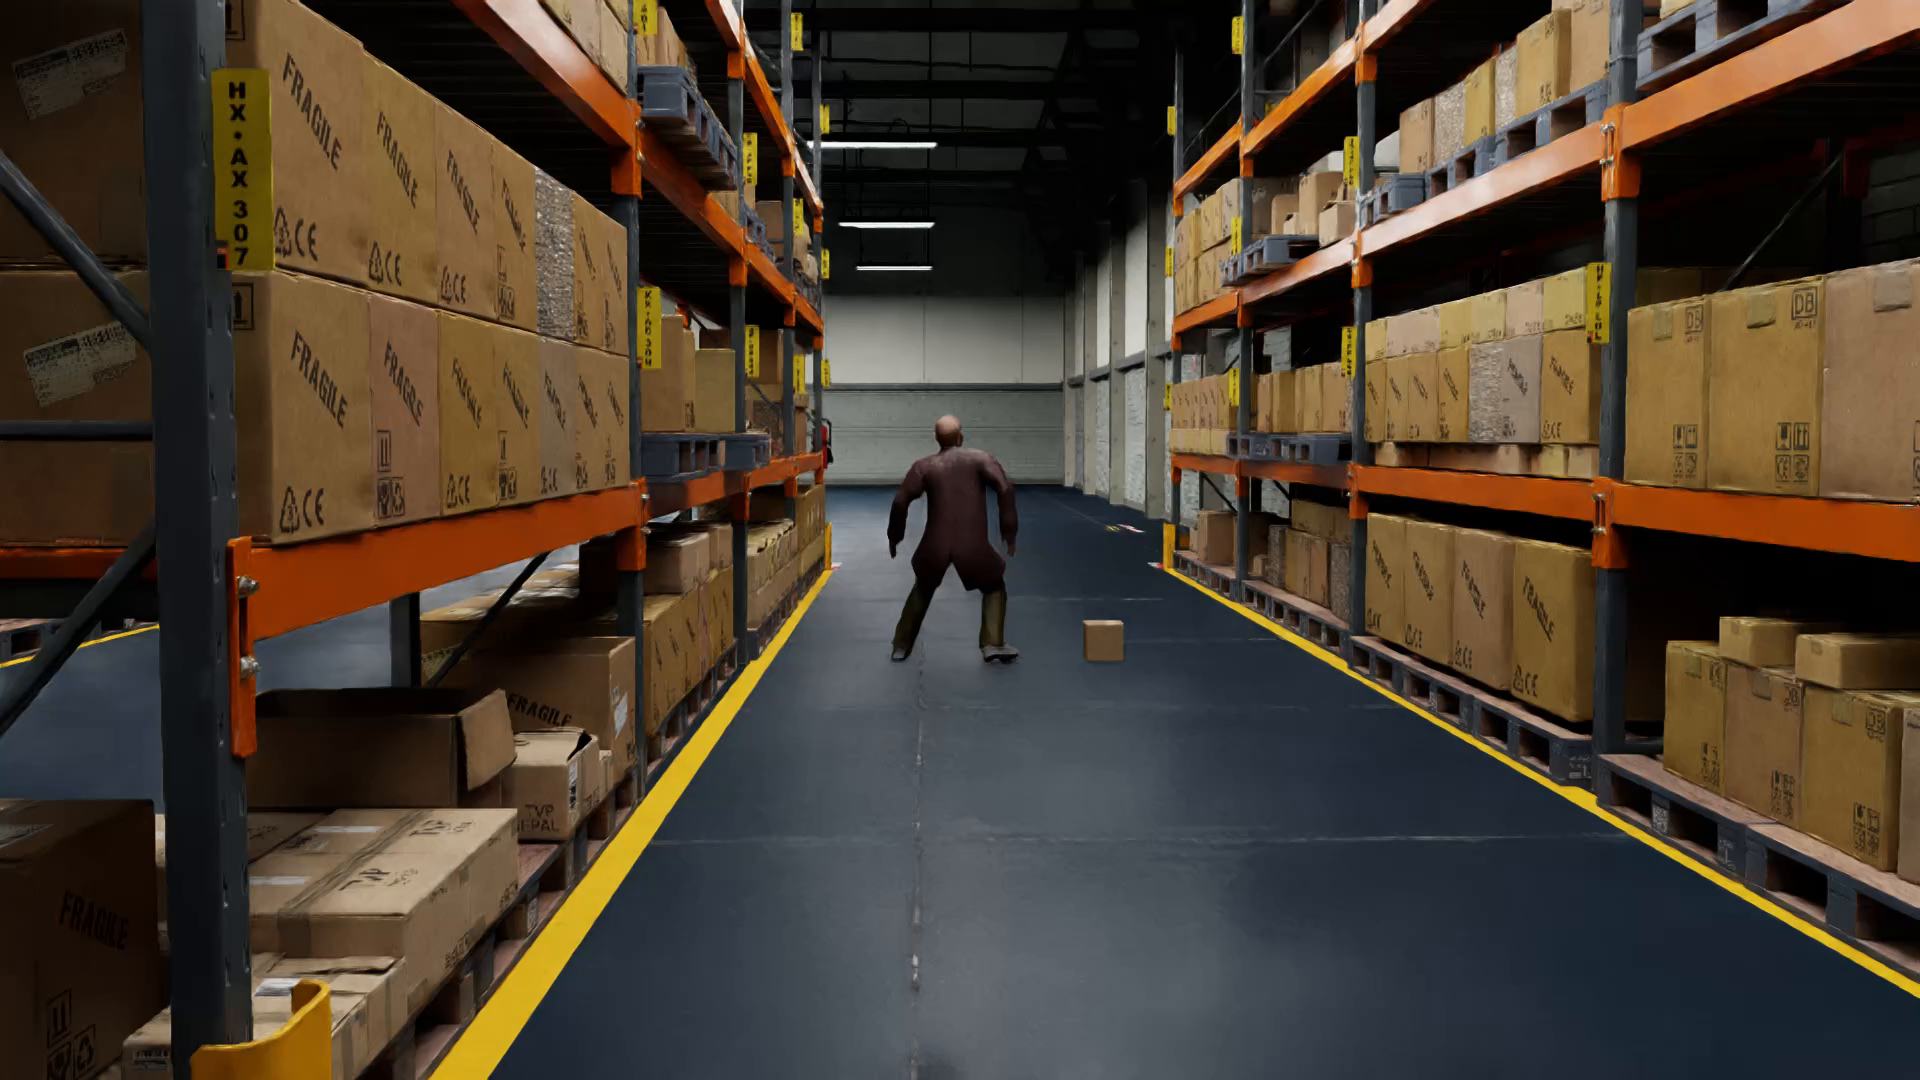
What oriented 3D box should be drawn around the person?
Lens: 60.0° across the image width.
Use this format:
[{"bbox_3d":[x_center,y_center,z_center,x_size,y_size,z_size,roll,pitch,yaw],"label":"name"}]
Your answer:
[{"bbox_3d":[-0.038,-0.009,11.004,0.917,1.630,0.568,1,4,12],"label":"person"}]
